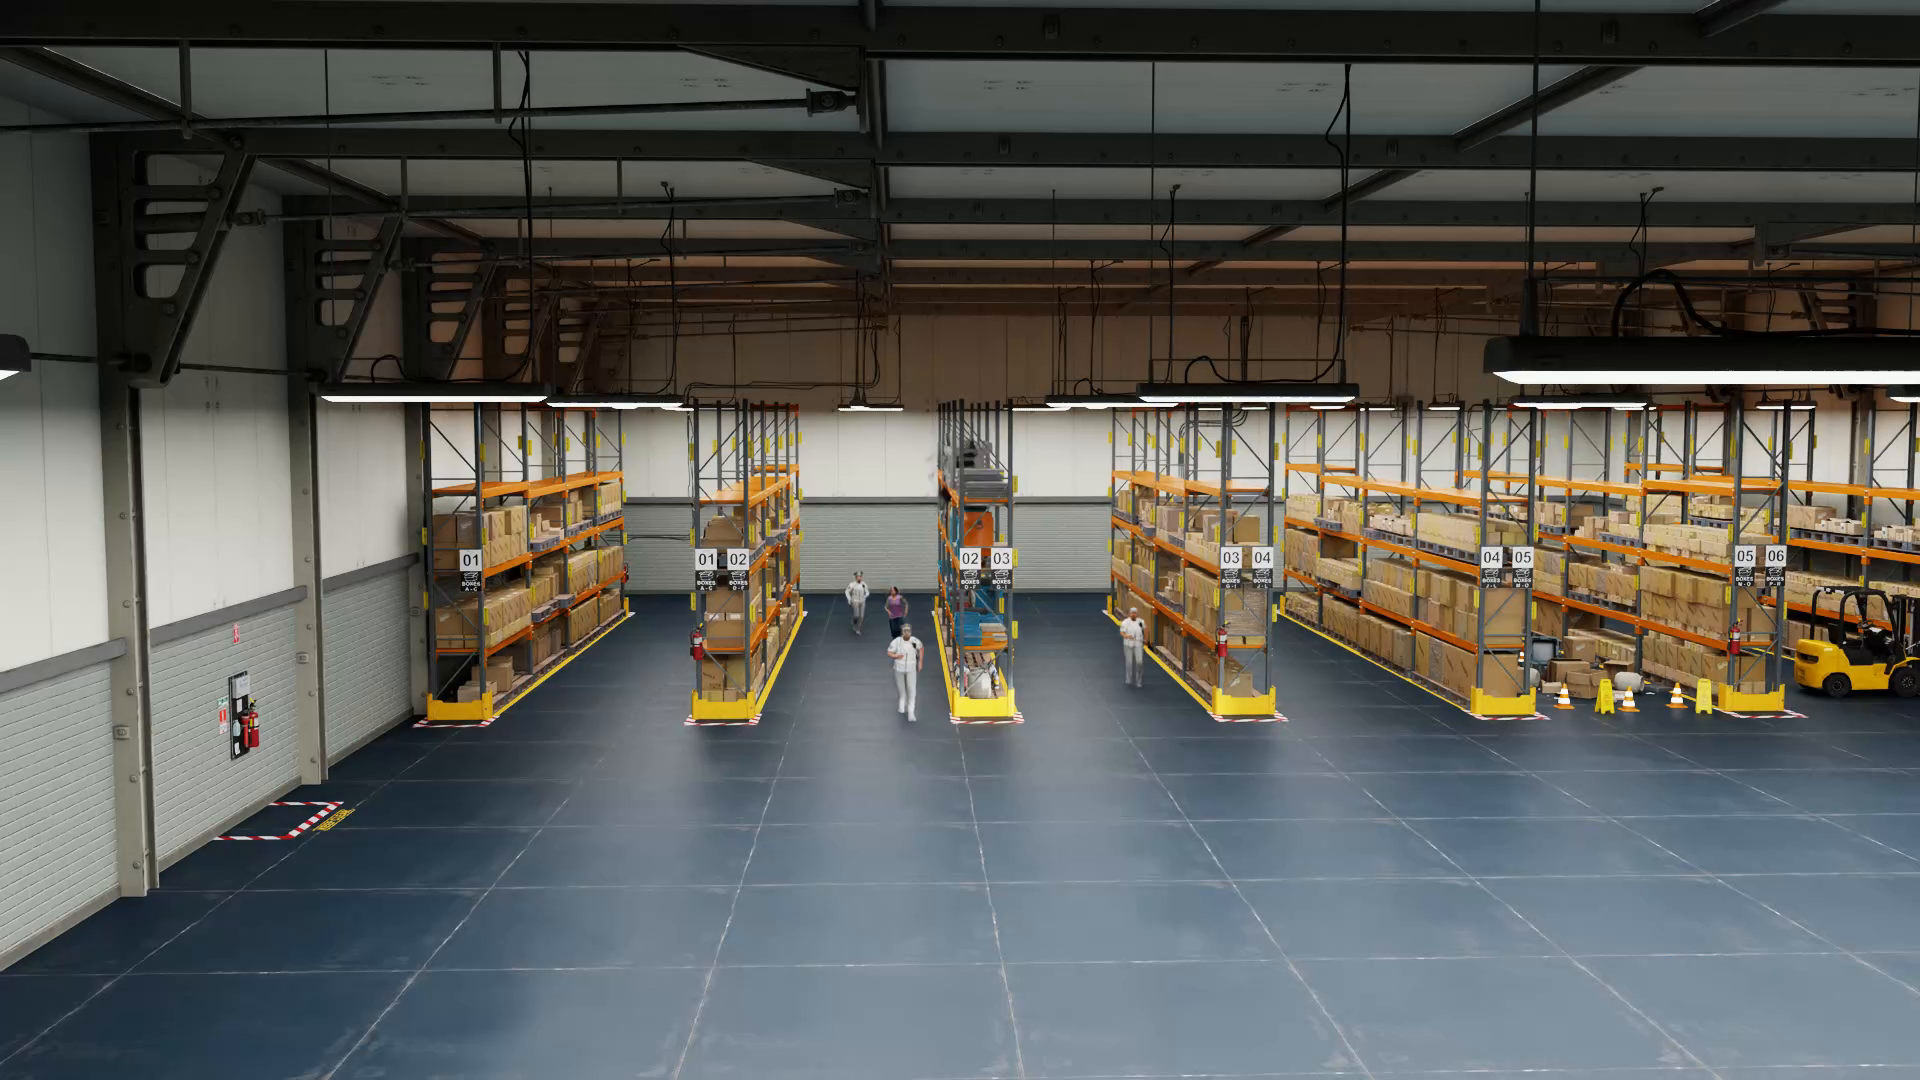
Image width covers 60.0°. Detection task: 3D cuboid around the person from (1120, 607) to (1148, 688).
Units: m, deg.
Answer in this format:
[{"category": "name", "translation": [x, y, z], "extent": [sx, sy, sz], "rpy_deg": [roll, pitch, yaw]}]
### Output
[{"category": "person", "translation": [3.656, 2.271, 34.905], "extent": [0.617, 1.723, 0.717], "rpy_deg": [0, 4, 0]}]

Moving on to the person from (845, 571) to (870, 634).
[{"category": "person", "translation": [-2.614, 1.627, 42.966], "extent": [0.599, 1.657, 0.562], "rpy_deg": [-1, 5, -19]}]

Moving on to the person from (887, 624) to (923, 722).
[{"category": "person", "translation": [-1.029, 2.455, 31.347], "extent": [0.684, 1.797, 0.971], "rpy_deg": [0, 4, -2]}]

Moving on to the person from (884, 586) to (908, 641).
[{"category": "person", "translation": [-1.550, 1.902, 40.267], "extent": [0.566, 1.535, 0.643], "rpy_deg": [1, 4, 7]}]
